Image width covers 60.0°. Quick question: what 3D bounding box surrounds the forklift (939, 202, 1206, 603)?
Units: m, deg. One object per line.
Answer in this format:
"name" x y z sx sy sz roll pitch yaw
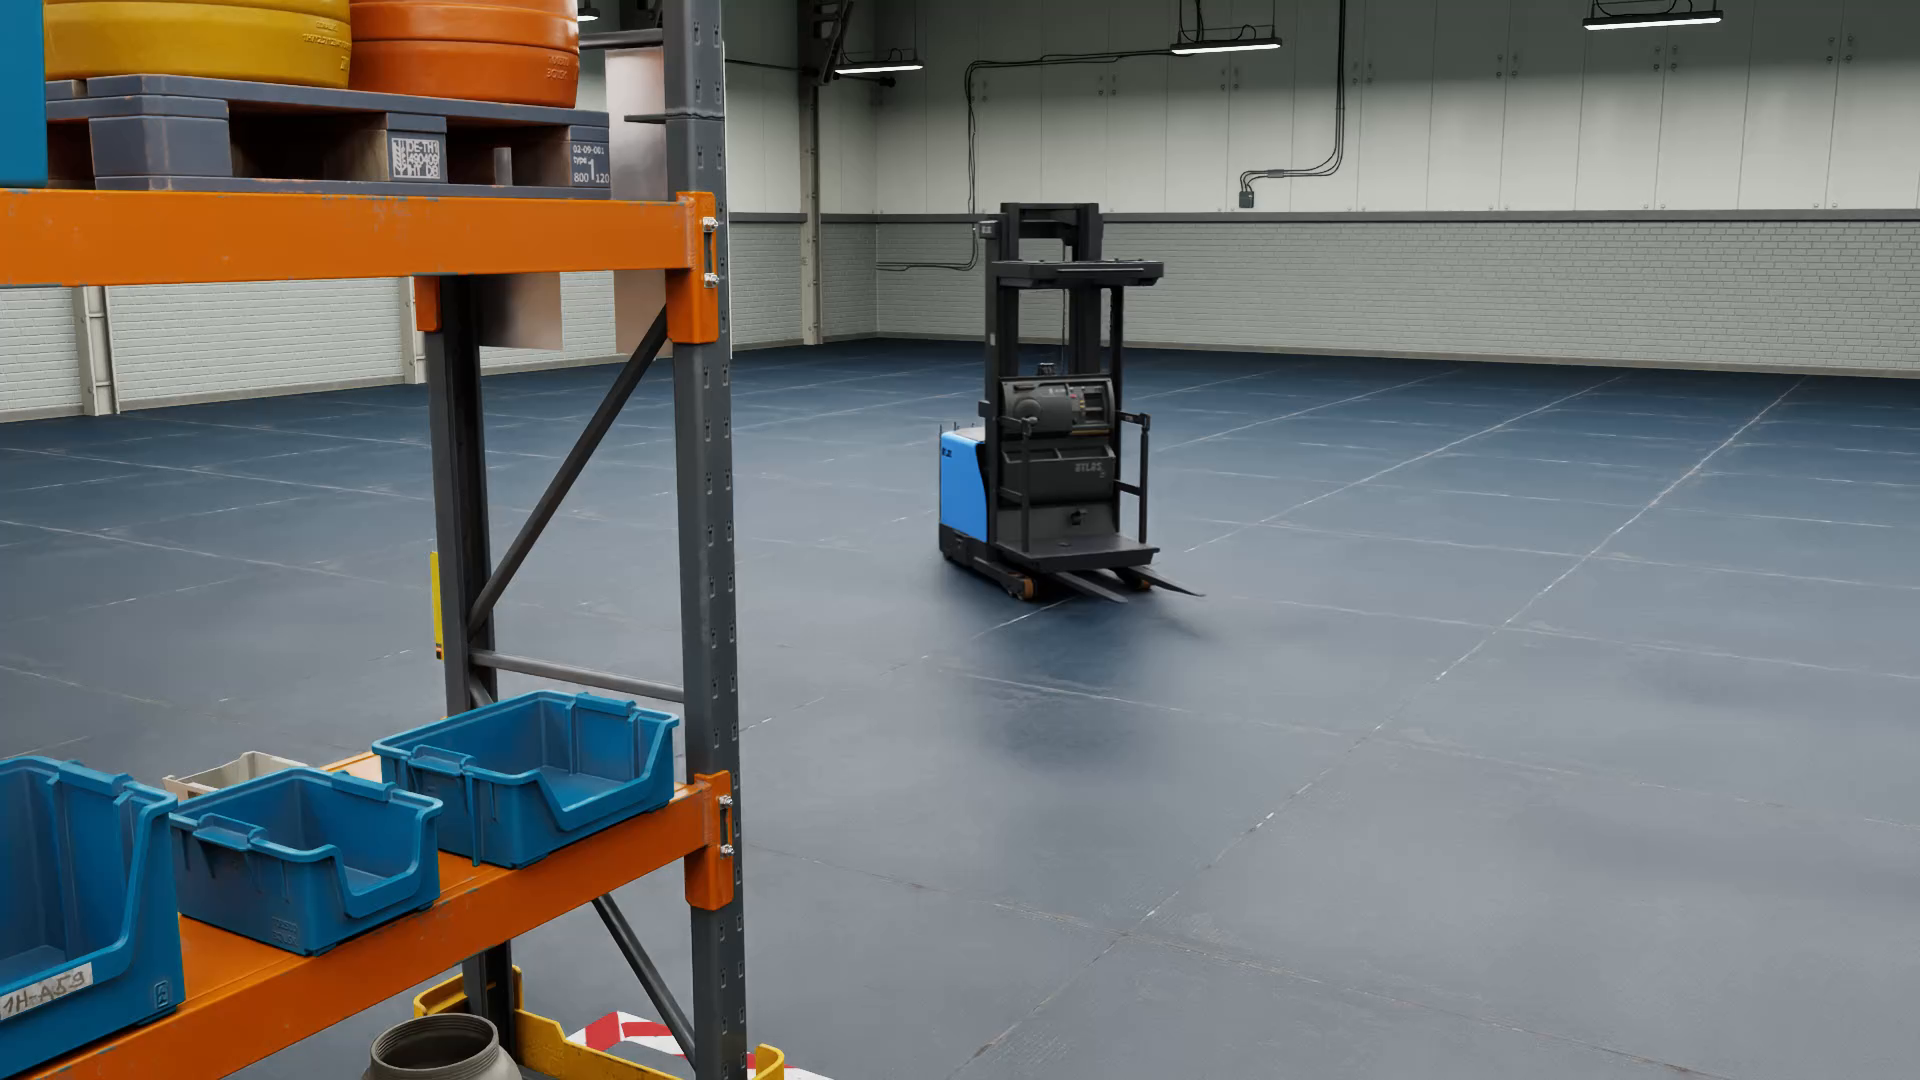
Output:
"forklift" 0.845 -1.076 12.650 1.130 2.935 3.031 -4 11 -22

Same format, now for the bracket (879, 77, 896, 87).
"bracket" -1.803 -11.322 41.110 0.235 0.232 0.430 6 12 31

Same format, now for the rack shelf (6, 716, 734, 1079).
"rack shelf" -2.087 1.057 3.029 1.077 0.370 4.000 6 12 31

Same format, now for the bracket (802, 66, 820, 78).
"bracket" -3.464 -10.819 38.421 0.235 0.232 0.430 6 12 31

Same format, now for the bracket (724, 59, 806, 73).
"bracket" -4.802 -10.414 36.257 0.076 0.066 4.783 6 12 31

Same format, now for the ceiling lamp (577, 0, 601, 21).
"ceiling lamp" -6.229 -9.524 25.422 2.000 3.185 0.800 6 12 31

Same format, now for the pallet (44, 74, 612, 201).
"pallet" -1.562 -0.872 3.739 1.003 0.211 1.213 6 12 31

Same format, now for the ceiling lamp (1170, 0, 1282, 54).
"ceiling lamp" 4.817 -10.250 29.304 2.000 3.185 0.800 6 12 31

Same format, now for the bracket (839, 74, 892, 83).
"bracket" -2.109 -11.229 40.613 0.076 0.066 3.189 6 12 31

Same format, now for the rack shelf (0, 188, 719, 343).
"rack shelf" -2.087 -0.418 2.753 1.077 0.370 4.000 6 12 31

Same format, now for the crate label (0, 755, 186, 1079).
"crate label" -1.773 0.686 2.955 0.502 0.435 0.616 6 12 31

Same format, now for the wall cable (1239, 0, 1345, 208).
"wall cable" 7.213 -10.248 35.912 2.305 6.003 0.169 6 12 31

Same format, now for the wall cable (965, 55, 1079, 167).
"wall cable" 1.420 -10.183 39.523 3.097 2.526 0.112 6 12 31

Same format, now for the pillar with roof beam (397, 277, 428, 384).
"pillar with roof beam" -6.103 -6.850 27.005 9.100 9.000 0.548 6 12 31

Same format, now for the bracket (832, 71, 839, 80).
"bracket" -3.033 -10.949 39.119 0.235 0.232 0.430 6 12 31

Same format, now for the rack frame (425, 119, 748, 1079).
"rack frame" -1.048 0.388 4.643 1.000 3.000 0.127 6 12 31

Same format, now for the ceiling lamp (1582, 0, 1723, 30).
"ceiling lamp" 10.851 -9.576 25.701 2.000 3.185 0.800 6 12 31

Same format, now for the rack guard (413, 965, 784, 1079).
"rack guard" -1.048 1.633 4.785 1.175 0.500 0.348 6 12 31

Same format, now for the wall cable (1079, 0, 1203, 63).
"wall cable" 4.065 -12.123 37.525 3.097 2.526 0.112 6 12 31

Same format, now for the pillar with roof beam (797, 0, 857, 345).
"pillar with roof beam" 0.127 -8.737 37.085 9.100 9.000 0.548 6 12 31

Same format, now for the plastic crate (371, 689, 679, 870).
"plastic crate" -1.053 0.569 4.083 0.499 0.251 0.616 6 12 31

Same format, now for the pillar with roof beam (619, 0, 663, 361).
"pillar with roof beam" -2.988 -7.794 32.045 9.100 9.000 0.548 6 12 31

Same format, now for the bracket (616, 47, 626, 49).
"bracket" -7.917 -9.470 31.217 0.076 0.066 4.783 6 12 31

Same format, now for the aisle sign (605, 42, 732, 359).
"aisle sign" -0.757 -0.872 4.312 0.394 0.787 0.004 6 12 31

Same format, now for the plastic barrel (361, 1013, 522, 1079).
"plastic barrel" -1.325 1.516 4.241 0.421 0.512 0.421 0 11 0

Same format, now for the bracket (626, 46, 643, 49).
"bracket" -6.579 -9.875 33.381 0.235 0.232 0.430 6 12 31

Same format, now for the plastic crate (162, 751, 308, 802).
"plastic crate" -1.788 0.628 4.079 0.298 0.136 0.250 6 12 31

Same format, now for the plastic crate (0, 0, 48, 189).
"plastic crate" -1.781 -0.749 2.612 0.392 0.384 0.575 6 12 31

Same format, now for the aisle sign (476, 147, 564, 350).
"aisle sign" -1.261 -0.929 4.613 0.394 0.787 0.004 6 12 31

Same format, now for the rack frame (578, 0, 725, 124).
"rack frame" -1.048 -2.560 4.091 1.000 3.000 0.127 6 12 31

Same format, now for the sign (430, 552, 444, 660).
"sign" -1.516 0.199 4.902 0.100 0.325 0.005 6 12 31

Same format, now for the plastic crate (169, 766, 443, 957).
"plastic crate" -1.395 0.670 3.541 0.499 0.251 0.408 6 12 31

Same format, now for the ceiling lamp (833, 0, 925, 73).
"ceiling lamp" -1.499 -10.956 33.075 2.000 3.185 0.800 6 12 31

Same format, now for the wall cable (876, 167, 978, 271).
"wall cable" -0.892 -7.959 41.368 3.097 2.526 0.112 6 12 31

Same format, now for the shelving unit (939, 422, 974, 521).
"shelving unit" -0.028 -0.508 14.727 0.215 1.050 0.252 6 12 31

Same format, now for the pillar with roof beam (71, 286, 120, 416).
"pillar with roof beam" -9.218 -5.907 21.964 9.100 9.000 0.400 6 12 31

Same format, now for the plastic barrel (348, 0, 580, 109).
"plastic barrel" -1.192 -1.415 3.815 0.600 0.830 0.708 6 12 31

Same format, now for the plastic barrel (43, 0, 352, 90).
"plastic barrel" -1.532 -1.194 3.288 0.600 0.588 0.600 0 11 0

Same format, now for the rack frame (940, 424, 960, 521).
"rack frame" -0.091 -0.488 14.625 0.200 1.050 0.008 6 12 31

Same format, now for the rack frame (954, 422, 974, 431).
"rack frame" 0.036 -0.527 14.830 0.200 1.050 0.008 6 12 31
